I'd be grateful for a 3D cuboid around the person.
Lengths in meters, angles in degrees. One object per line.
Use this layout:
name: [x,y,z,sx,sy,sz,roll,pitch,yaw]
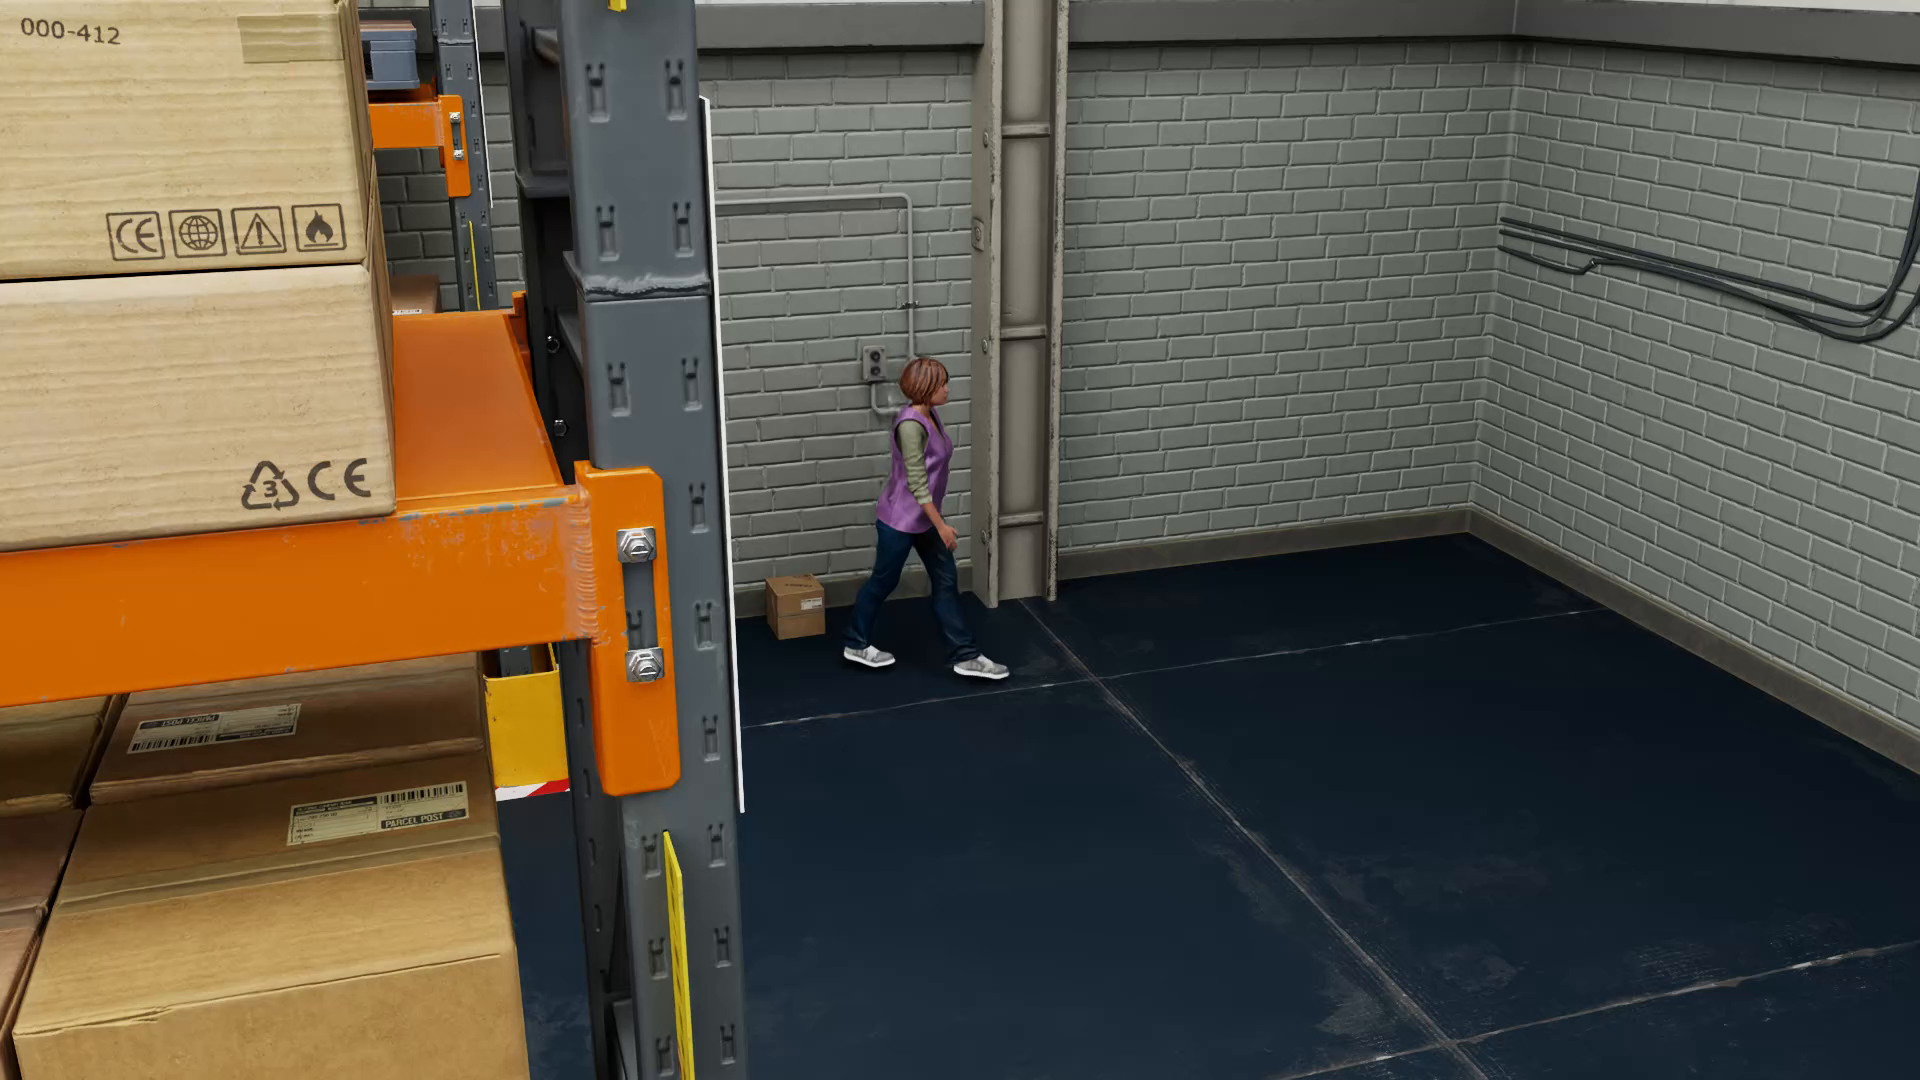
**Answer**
person: [-0.179,-0.099,7.847,0.842,1.554,0.414,7,21,19]
